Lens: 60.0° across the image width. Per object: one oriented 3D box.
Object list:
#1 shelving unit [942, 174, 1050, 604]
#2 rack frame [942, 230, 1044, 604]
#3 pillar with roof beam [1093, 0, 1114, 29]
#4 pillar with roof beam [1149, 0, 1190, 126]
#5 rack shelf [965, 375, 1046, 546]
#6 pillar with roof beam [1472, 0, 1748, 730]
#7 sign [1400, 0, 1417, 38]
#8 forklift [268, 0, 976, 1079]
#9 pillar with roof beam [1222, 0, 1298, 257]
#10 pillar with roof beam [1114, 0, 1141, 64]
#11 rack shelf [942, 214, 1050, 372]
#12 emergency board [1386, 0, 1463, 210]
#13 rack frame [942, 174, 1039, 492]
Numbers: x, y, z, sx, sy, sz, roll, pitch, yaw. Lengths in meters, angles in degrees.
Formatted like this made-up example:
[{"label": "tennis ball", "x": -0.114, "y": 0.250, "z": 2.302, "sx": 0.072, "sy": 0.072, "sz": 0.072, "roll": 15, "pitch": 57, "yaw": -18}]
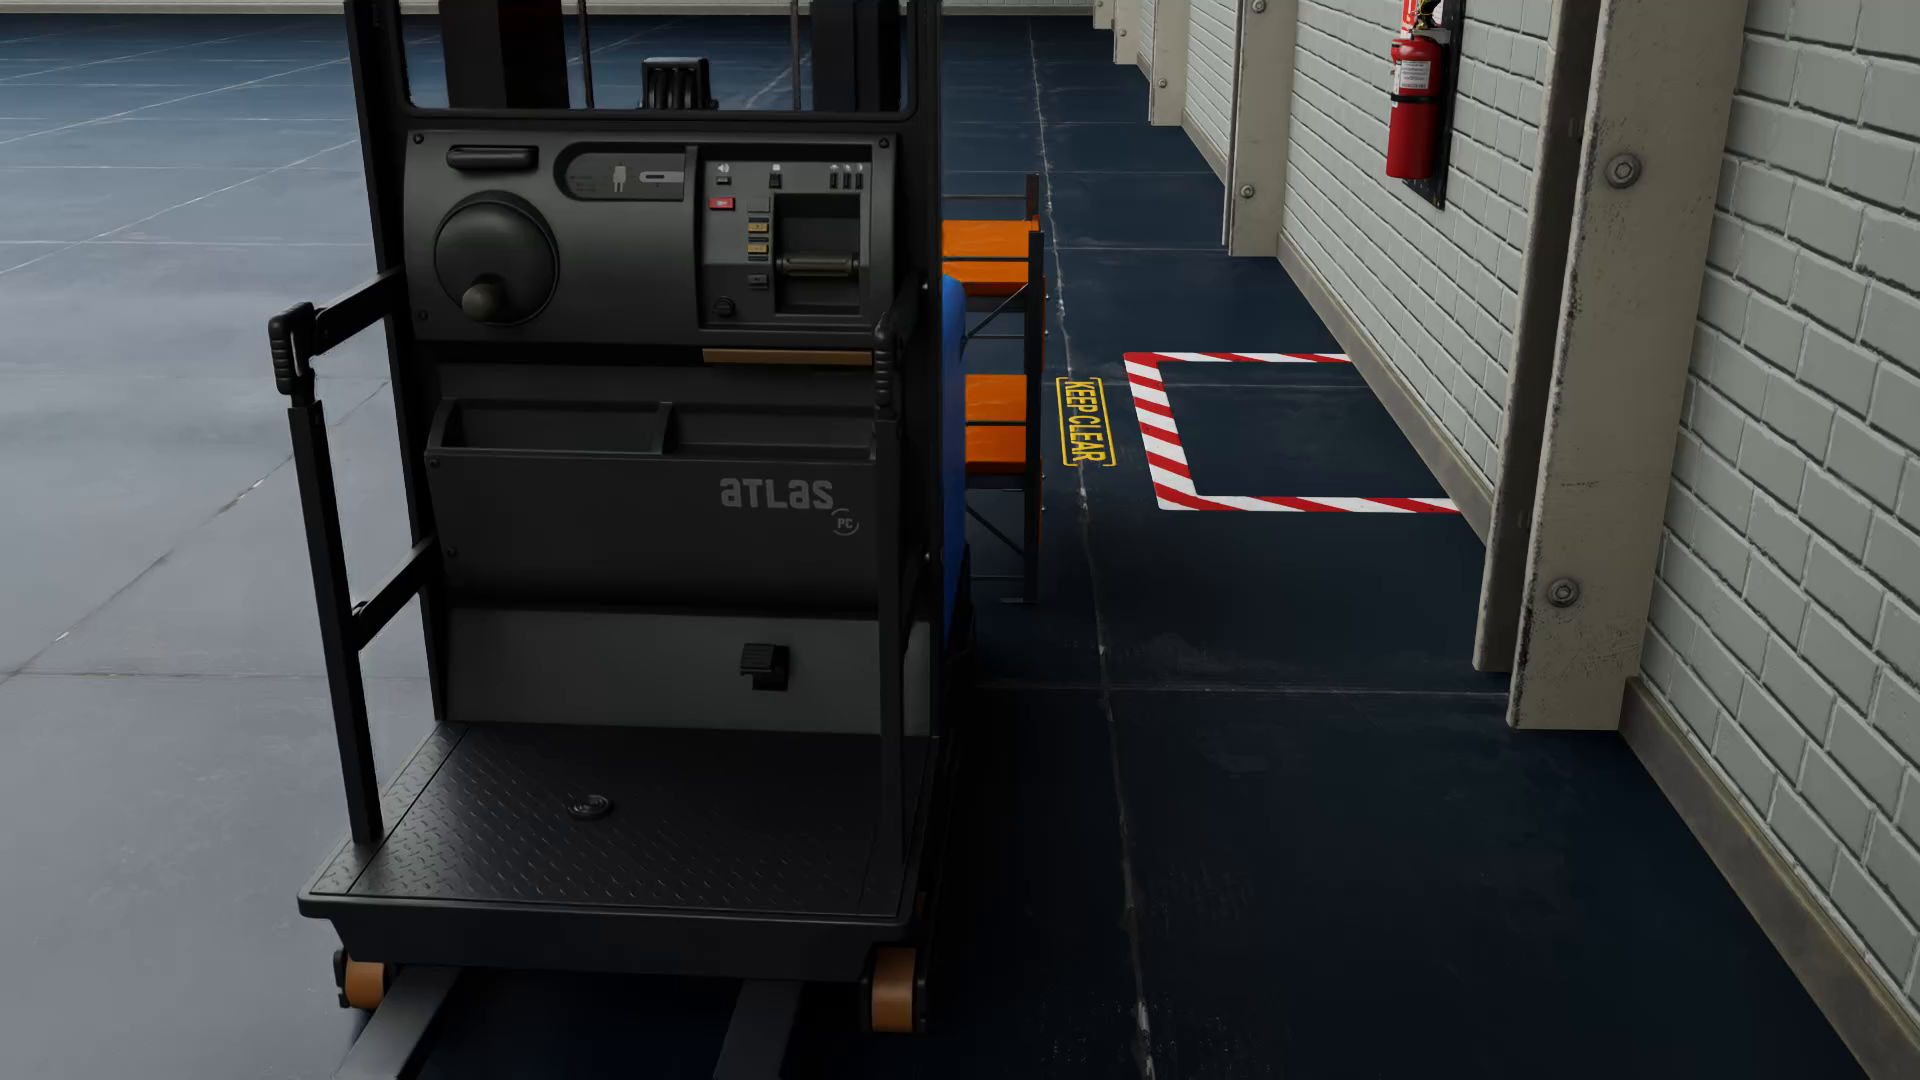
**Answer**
[{"label": "shelving unit", "x": 0.000, "y": -0.522, "z": 5.319, "sx": 0.538, "sy": 1.125, "sz": 1.048, "roll": 1, "pitch": 21, "yaw": 2}, {"label": "rack frame", "x": -0.016, "y": -0.338, "z": 4.845, "sx": 0.500, "sy": 1.125, "sz": 0.032, "roll": 1, "pitch": 21, "yaw": 2}, {"label": "pillar with roof beam", "x": -1.994, "y": -12.506, "z": 25.319, "sx": 9.100, "sy": 9.000, "sz": 0.400, "roll": 1, "pitch": 21, "yaw": 2}, {"label": "pillar with roof beam", "x": -2.359, "y": -8.167, "z": 14.137, "sx": 9.100, "sy": 9.000, "sz": 0.400, "roll": 1, "pitch": 21, "yaw": 2}, {"label": "rack shelf", "x": 0.000, "y": -0.294, "z": 5.408, "sx": 0.538, "sy": 0.278, "sz": 1.000, "roll": 1, "pitch": 21, "yaw": 2}, {"label": "pillar with roof beam", "x": -2.724, "y": -3.828, "z": 2.955, "sx": 9.100, "sy": 9.000, "sz": 0.400, "roll": 1, "pitch": 21, "yaw": 2}, {"label": "sign", "x": 1.812, "y": -2.092, "z": 6.725, "sx": 0.001, "sy": 0.329, "sz": 0.234, "roll": 1, "pitch": 21, "yaw": 2}, {"label": "forklift", "x": -0.595, "y": -0.560, "z": 2.921, "sx": 1.130, "sy": 2.935, "sz": 3.031, "roll": 1, "pitch": 21, "yaw": 4}, {"label": "pillar with roof beam", "x": -2.541, "y": -5.997, "z": 8.546, "sx": 9.100, "sy": 9.000, "sz": 0.400, "roll": 1, "pitch": 21, "yaw": 2}, {"label": "pillar with roof beam", "x": -2.176, "y": -10.336, "z": 19.728, "sx": 9.100, "sy": 9.000, "sz": 0.400, "roll": 1, "pitch": 21, "yaw": 2}, {"label": "rack shelf", "x": 0.000, "y": -0.795, "z": 5.213, "sx": 0.538, "sy": 0.278, "sz": 1.000, "roll": 1, "pitch": 21, "yaw": 2}, {"label": "emergency board", "x": 1.692, "y": -1.877, "z": 6.219, "sx": 0.194, "sy": 1.169, "sz": 0.643, "roll": 1, "pitch": 21, "yaw": 2}, {"label": "rack frame", "x": 0.015, "y": -0.706, "z": 5.793, "sx": 0.500, "sy": 1.125, "sz": 0.032, "roll": 1, "pitch": 21, "yaw": 2}]
